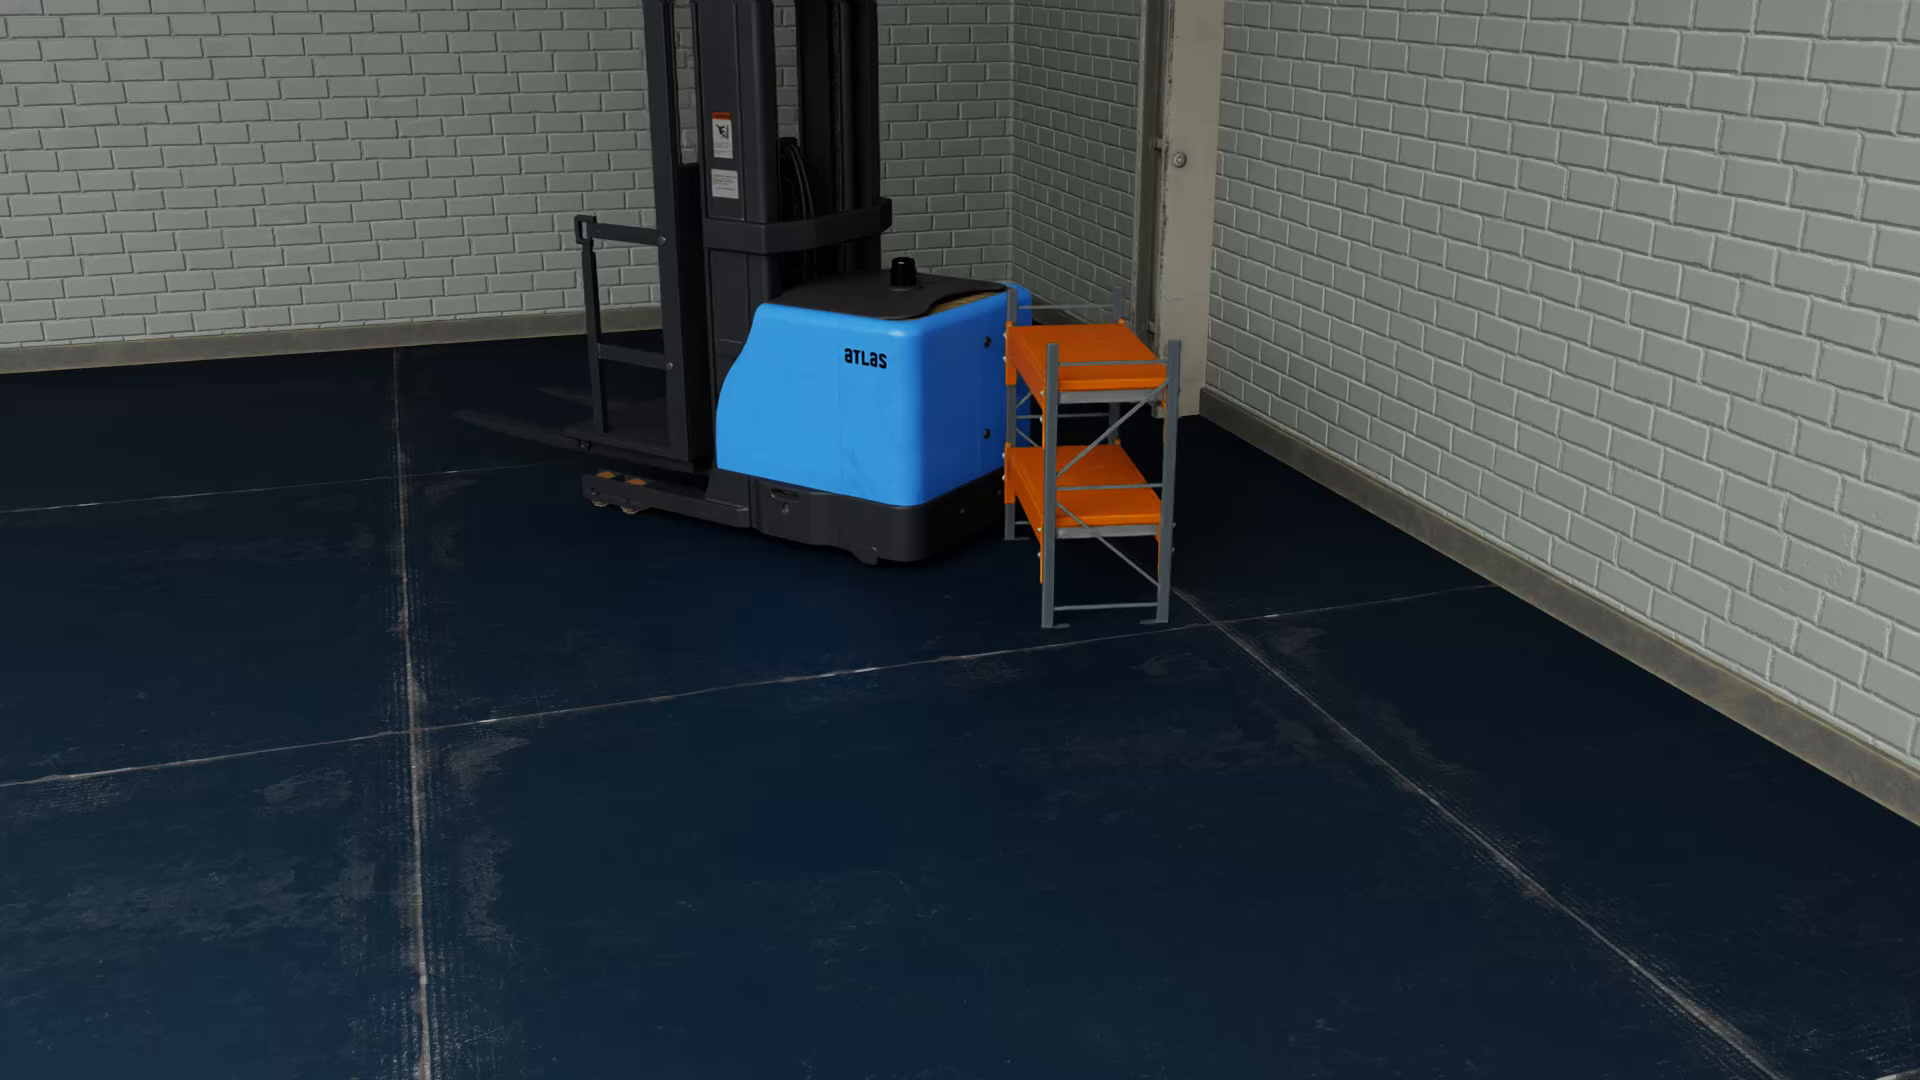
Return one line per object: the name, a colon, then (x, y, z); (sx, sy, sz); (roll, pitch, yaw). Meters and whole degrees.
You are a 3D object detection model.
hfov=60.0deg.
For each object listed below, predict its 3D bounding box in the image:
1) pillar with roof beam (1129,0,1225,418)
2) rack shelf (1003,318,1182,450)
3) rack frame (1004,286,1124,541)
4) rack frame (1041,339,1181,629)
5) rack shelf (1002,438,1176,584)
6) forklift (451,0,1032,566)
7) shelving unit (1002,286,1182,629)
pillar with roof beam: (-2.910, -4.539, 6.742); (9.100, 9.000, 0.400); (-6, 21, -17)
rack shelf: (0.507, -0.645, 6.681); (0.538, 0.278, 1.000); (-2, 20, -6)
rack frame: (0.448, -0.540, 7.255); (0.500, 1.125, 0.032); (-2, 20, -6)
rack frame: (0.566, -0.198, 6.305); (0.500, 1.125, 0.032); (-2, 20, -6)
rack shelf: (0.507, -0.139, 6.863); (0.538, 0.278, 1.000); (-2, 20, -6)
forklift: (-1.177, -1.634, 7.630); (3.031, 2.935, 1.130); (12, 23, 31)
shelving unit: (0.507, -0.369, 6.780); (0.538, 1.125, 1.048); (-2, 20, -6)
